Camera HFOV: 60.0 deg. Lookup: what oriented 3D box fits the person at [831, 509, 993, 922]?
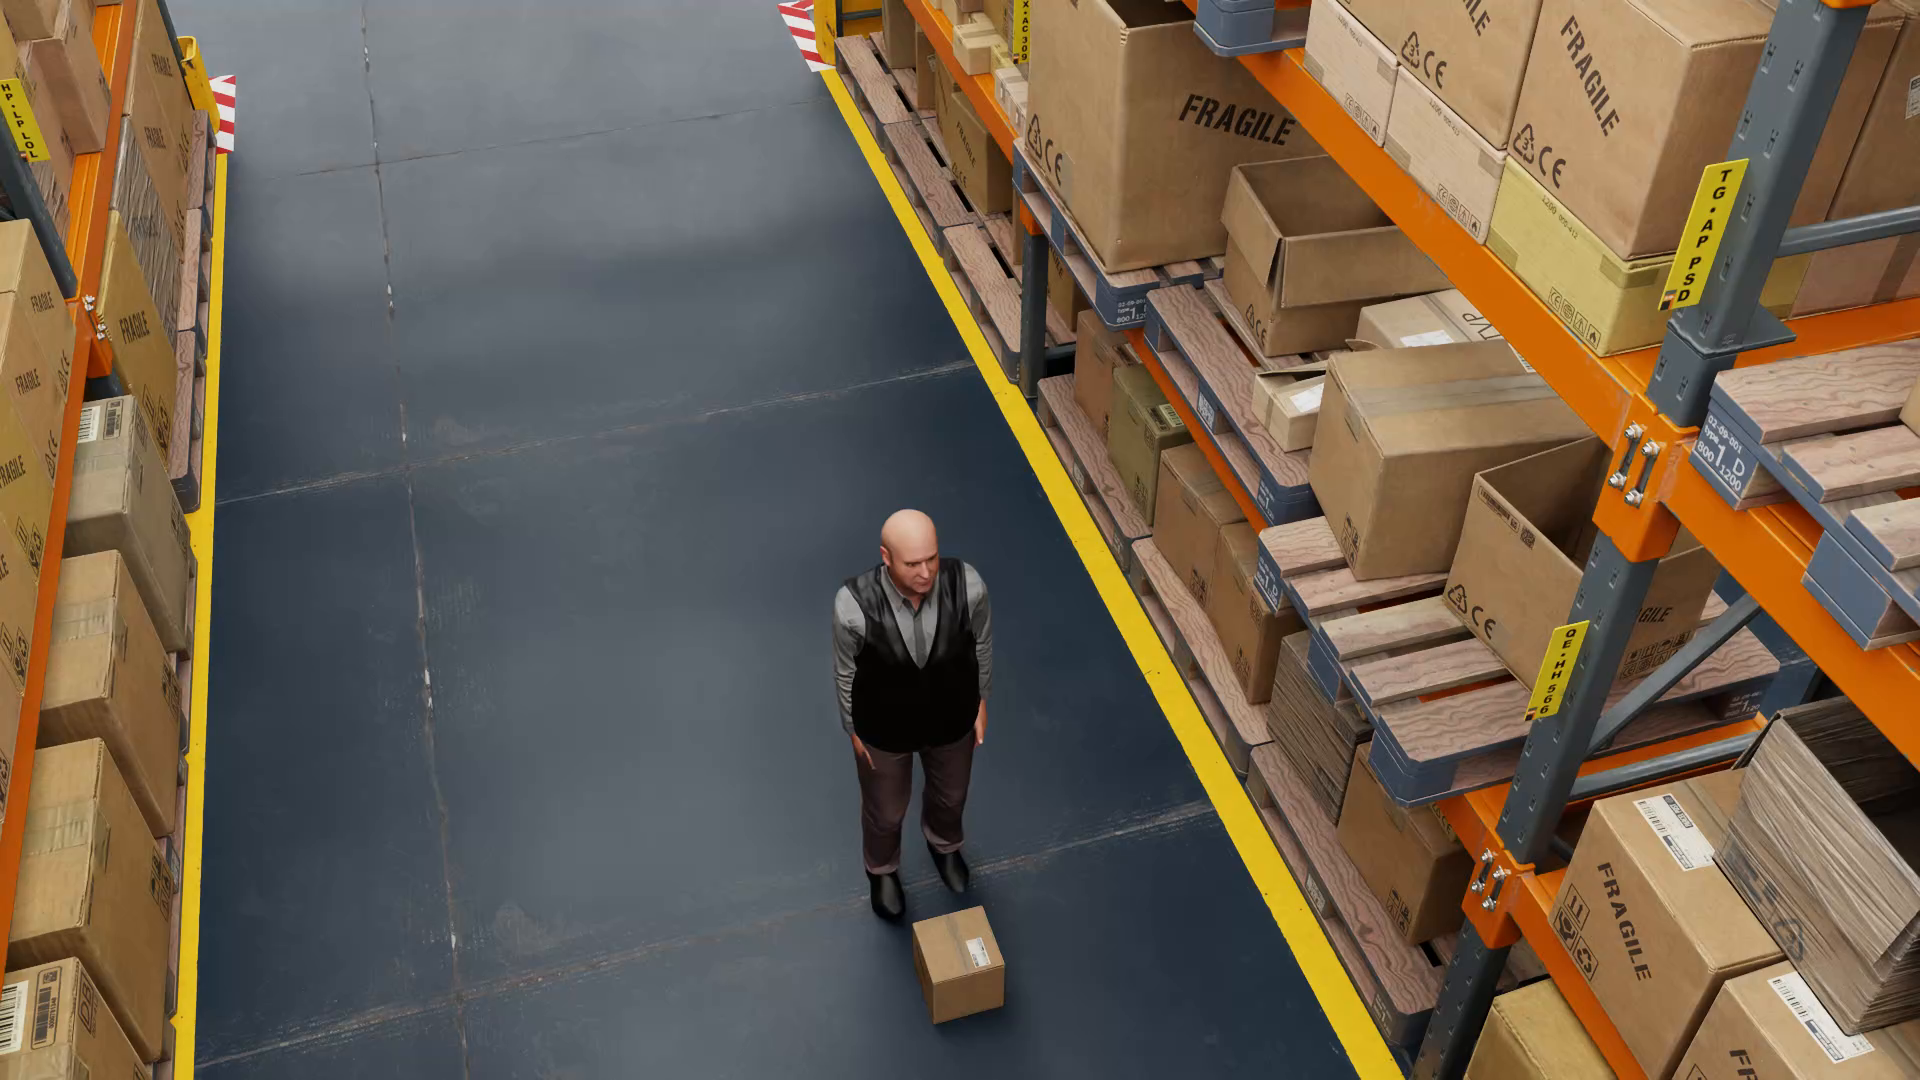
[{"bbox_3d":[-0.140,0.607,5.534,0.532,1.754,0.364,-11,43,-12],"label":"person"}]
